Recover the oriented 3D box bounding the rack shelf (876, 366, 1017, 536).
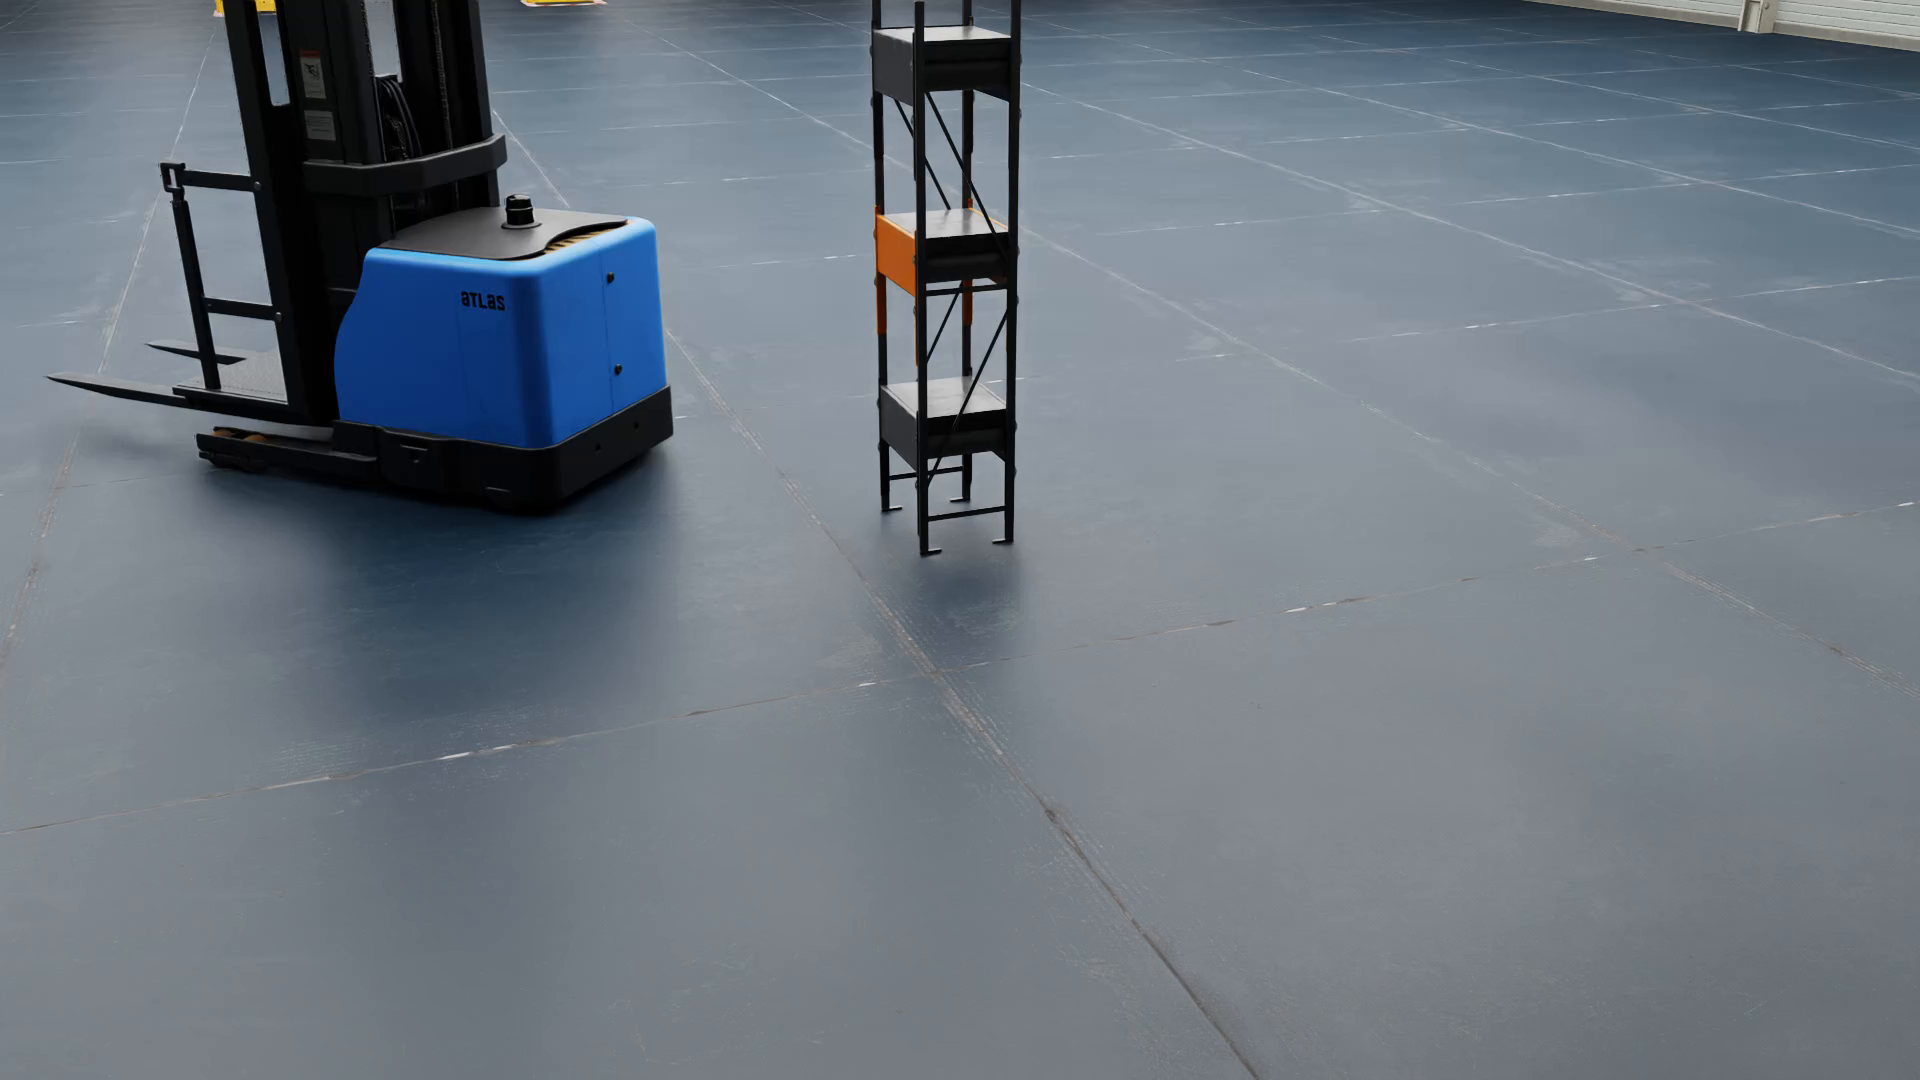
[{"bbox_3d":[-0.058,-0.370,6.762,0.431,0.518,0.480,-8,24,-19],"label":"rack shelf"}]

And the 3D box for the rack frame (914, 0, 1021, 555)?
[{"bbox_3d":[0.028,-0.939,6.275,0.400,2.100,0.015,-8,24,-19],"label":"rack frame"}]

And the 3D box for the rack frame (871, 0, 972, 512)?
[{"bbox_3d":[-0.145,-1.116,6.695,0.400,2.100,0.015,-8,24,-19],"label":"rack frame"}]

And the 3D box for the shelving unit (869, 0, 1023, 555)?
[{"bbox_3d":[-0.058,-1.028,6.485,0.431,2.100,0.503,-8,24,-19],"label":"shelving unit"}]

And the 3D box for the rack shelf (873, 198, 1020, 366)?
[{"bbox_3d":[-0.058,-1.015,6.490,0.431,0.518,0.480,-8,24,-19],"label":"rack shelf"}]

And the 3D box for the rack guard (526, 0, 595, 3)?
[{"bbox_3d":[-7.022,-9.712,29.148,1.175,0.500,0.348,-8,24,-19],"label":"rack guard"}]

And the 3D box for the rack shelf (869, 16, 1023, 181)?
[{"bbox_3d":[-0.058,-1.660,6.218,0.431,0.518,0.480,-8,24,-19],"label":"rack shelf"}]

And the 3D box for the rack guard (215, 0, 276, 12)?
[{"bbox_3d":[-11.699,-9.025,27.520,1.175,0.500,0.348,-8,24,-19],"label":"rack guard"}]

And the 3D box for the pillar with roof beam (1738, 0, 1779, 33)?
[{"bbox_3d":[7.728,-11.068,21.424,9.100,9.000,0.400,-8,24,-19],"label":"pillar with roof beam"}]

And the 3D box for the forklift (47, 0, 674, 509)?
[{"bbox_3d":[-2.900,-1.833,7.326,3.031,2.935,1.130,9,25,21],"label":"forklift"}]
